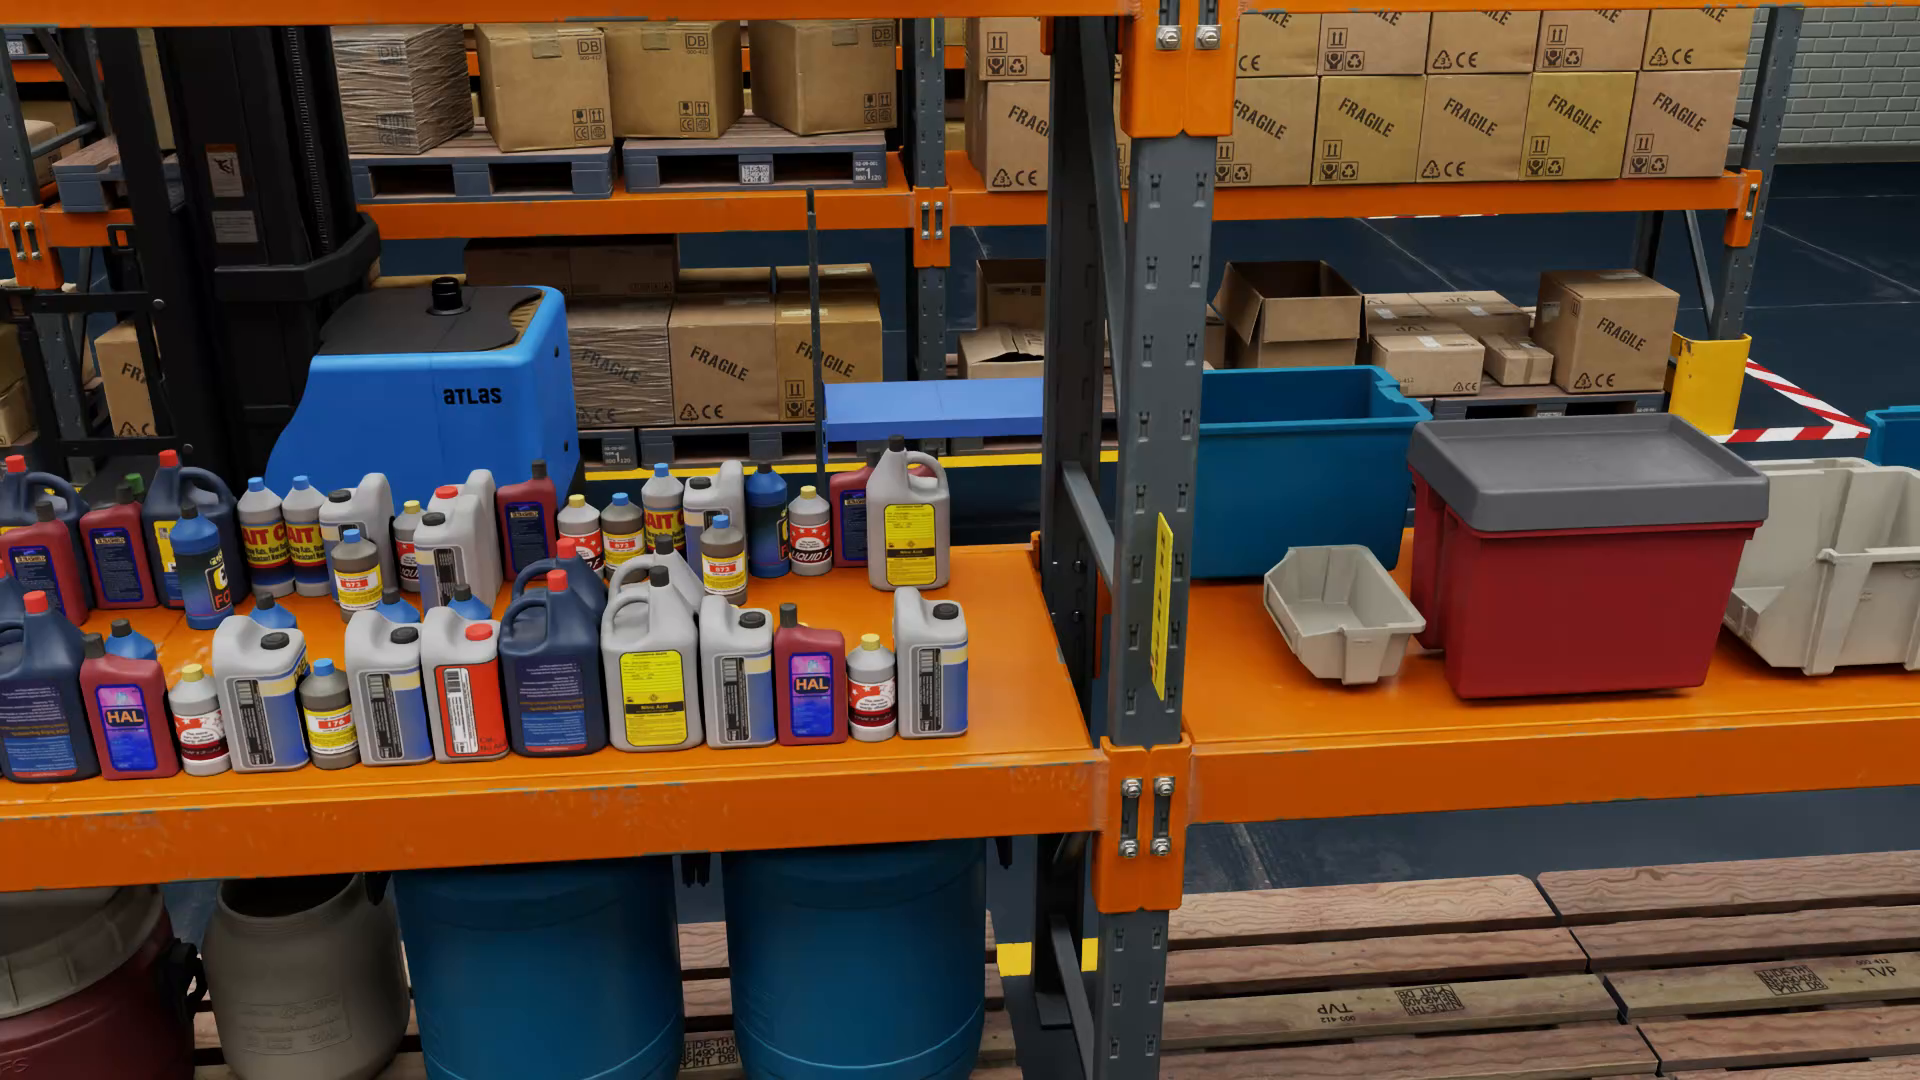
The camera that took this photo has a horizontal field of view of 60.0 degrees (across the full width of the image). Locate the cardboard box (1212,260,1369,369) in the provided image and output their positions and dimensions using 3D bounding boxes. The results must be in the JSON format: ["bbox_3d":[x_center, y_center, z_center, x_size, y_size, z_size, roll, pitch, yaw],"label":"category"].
[{"bbox_3d":[1.690,-1.116,8.600,0.637,0.503,0.797,-2,24,-5],"label":"cardboard box"}]

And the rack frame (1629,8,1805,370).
[{"bbox_3d":[3.802,-2.138,8.368,0.127,3.000,1.000,-2,24,-5],"label":"rack frame"}]

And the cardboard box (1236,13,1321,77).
[{"bbox_3d":[1.343,-2.428,7.664,0.500,0.500,0.500,-3,24,-7],"label":"cardboard box"}]

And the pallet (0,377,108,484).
[{"bbox_3d":[-4.983,-0.528,8.178,1.213,0.211,1.003,-2,24,-5],"label":"pallet"}]

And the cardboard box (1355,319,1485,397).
[{"bbox_3d":[2.336,-0.936,8.506,0.500,0.250,0.500,-2,24,-5],"label":"cardboard box"}]

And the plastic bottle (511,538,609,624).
[{"bbox_3d":[-0.776,0.164,3.248,0.185,0.351,0.144,-2,24,-5],"label":"plastic bottle"}]

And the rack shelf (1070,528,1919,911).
[{"bbox_3d":[2.295,0.272,3.830,4.000,0.370,1.077,-2,24,-5],"label":"rack shelf"}]

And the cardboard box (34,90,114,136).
[{"bbox_3d":[-6.446,-3.153,12.263,0.500,0.250,0.500,-2,24,-5],"label":"cardboard box"}]

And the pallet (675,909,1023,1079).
[{"bbox_3d":[-0.468,1.312,4.039,1.213,0.211,1.003,-2,24,-5],"label":"pallet"}]

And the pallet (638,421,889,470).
[{"bbox_3d":[-0.985,-0.657,8.468,1.213,0.211,1.003,-2,24,-5],"label":"pallet"}]

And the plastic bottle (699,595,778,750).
[{"bbox_3d":[-0.420,0.241,3.167,0.135,0.276,0.152,-2,24,-5],"label":"plastic bottle"}]

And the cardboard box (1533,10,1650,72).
[{"bbox_3d":[2.883,-2.492,7.809,0.500,0.500,0.500,-2,24,-4],"label":"cardboard box"}]

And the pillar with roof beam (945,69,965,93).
[{"bbox_3d":[0.365,-5.360,8.229,0.400,9.000,9.100,-2,24,-5],"label":"pillar with roof beam"}]

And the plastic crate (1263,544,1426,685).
[{"bbox_3d":[0.781,0.156,3.457,0.243,0.136,0.396,-2,24,-5],"label":"plastic crate"}]

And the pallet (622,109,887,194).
[{"bbox_3d":[-0.985,-1.903,8.075,1.213,0.211,1.003,-2,24,-5],"label":"pallet"}]

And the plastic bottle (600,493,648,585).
[{"bbox_3d":[-0.773,-0.009,3.822,0.097,0.201,0.097,0,24,0],"label":"plastic bottle"}]

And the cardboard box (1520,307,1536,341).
[{"bbox_3d":[3.102,-1.157,9.107,0.250,0.166,0.380,-2,24,-5],"label":"cardboard box"}]

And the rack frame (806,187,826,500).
[{"bbox_3d":[-0.591,-0.662,6.892,0.032,1.500,0.500,-2,24,-5],"label":"rack frame"}]

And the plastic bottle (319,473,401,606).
[{"bbox_3d":[-1.346,-0.009,3.730,0.135,0.276,0.152,-2,24,-5],"label":"plastic bottle"}]

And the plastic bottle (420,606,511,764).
[{"bbox_3d":[-0.922,0.261,3.122,0.135,0.276,0.152,-2,24,-5],"label":"plastic bottle"}]

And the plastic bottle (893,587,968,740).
[{"bbox_3d":[-0.056,0.227,3.200,0.135,0.276,0.152,-2,24,-5],"label":"plastic bottle"}]

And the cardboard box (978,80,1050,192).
[{"bbox_3d":[0.355,-1.935,7.787,0.500,0.500,0.500,-2,24,-4],"label":"cardboard box"}]

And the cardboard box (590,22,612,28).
[{"bbox_3d":[-2.608,-3.988,12.016,0.500,0.500,0.500,-2,24,-4],"label":"cardboard box"}]

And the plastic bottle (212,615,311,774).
[{"bbox_3d":[-1.286,0.276,3.089,0.135,0.276,0.152,-2,24,-5],"label":"plastic bottle"}]

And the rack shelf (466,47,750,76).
[{"bbox_3d":[-2.660,-3.572,12.480,4.000,0.370,1.077,-2,24,-5],"label":"rack shelf"}]

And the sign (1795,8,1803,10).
[{"bbox_3d":[3.836,-2.587,7.562,0.005,0.325,0.100,-2,24,-5],"label":"sign"}]

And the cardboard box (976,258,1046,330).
[{"bbox_3d":[0.360,-1.175,8.736,0.500,0.500,0.500,-2,24,-5],"label":"cardboard box"}]

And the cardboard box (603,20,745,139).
[{"bbox_3d":[-1.350,-2.235,7.945,0.500,0.500,0.700,1,24,3],"label":"cardboard box"}]

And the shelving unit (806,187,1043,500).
[{"bbox_3d":[-0.085,-0.682,6.938,1.048,1.500,0.538,-2,24,-5],"label":"shelving unit"}]

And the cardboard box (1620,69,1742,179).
[{"bbox_3d":[3.383,-2.056,8.060,0.500,0.500,0.500,-2,24,-4],"label":"cardboard box"}]

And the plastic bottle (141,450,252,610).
[{"bbox_3d":[-1.699,-0.031,3.687,0.185,0.351,0.144,-2,24,-5],"label":"plastic bottle"}]

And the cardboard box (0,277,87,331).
[{"bbox_3d":[-4.710,-1.109,8.229,0.500,0.311,0.500,-1,24,-3],"label":"cardboard box"}]

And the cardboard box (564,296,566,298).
[{"bbox_3d":[-2.215,-1.054,8.464,0.500,0.500,0.500,-3,24,-7],"label":"cardboard box"}]

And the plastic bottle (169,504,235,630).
[{"bbox_3d":[-1.644,0.053,3.597,0.097,0.271,0.097,0,24,0],"label":"plastic bottle"}]

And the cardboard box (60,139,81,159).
[{"bbox_3d":[-6.377,-2.825,12.449,0.500,0.500,0.700,-2,24,-5],"label":"cardboard box"}]

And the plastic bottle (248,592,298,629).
[{"bbox_3d":[-1.317,0.228,3.202,0.097,0.271,0.097,0,24,0],"label":"plastic bottle"}]

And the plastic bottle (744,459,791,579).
[{"bbox_3d":[-0.445,-0.054,3.838,0.097,0.271,0.097,0,24,0],"label":"plastic bottle"}]

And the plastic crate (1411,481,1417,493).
[{"bbox_3d":[1.392,-0.031,3.893,0.590,0.125,0.437,-2,24,-5],"label":"plastic crate"}]

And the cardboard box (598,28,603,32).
[{"bbox_3d":[-2.512,-3.708,12.185,0.250,0.149,0.380,-2,24,-3],"label":"cardboard box"}]

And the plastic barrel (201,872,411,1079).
[{"bbox_3d":[-1.514,0.998,3.858,0.421,0.512,0.421,0,24,0],"label":"plastic barrel"}]

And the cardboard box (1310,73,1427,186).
[{"bbox_3d":[1.868,-1.996,7.925,0.500,0.500,0.500,-3,24,-6],"label":"cardboard box"}]

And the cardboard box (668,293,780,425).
[{"bbox_3d":[-1.135,-0.886,8.086,0.500,0.500,0.500,-2,24,-5],"label":"cardboard box"}]

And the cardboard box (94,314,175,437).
[{"bbox_3d":[-3.679,-0.781,7.849,0.500,0.500,0.500,-1,24,-3],"label":"cardboard box"}]

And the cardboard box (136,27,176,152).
[{"bbox_3d":[-3.544,-2.127,7.703,0.500,0.500,0.700,-11,26,-23],"label":"cardboard box"}]

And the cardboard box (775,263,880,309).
[{"bbox_3d":[-0.684,-1.117,8.605,0.500,0.500,0.500,-3,24,-8],"label":"cardboard box"}]

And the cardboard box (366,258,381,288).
[{"bbox_3d":[-3.196,-1.357,8.222,0.500,0.250,0.500,-1,24,-3],"label":"cardboard box"}]

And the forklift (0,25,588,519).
[{"bbox_3d":[-3.133,-1.202,6.346,3.031,2.935,1.130,-2,24,-4],"label":"forklift"}]

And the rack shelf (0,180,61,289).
[{"bbox_3d":[-6.150,-1.411,7.616,4.000,0.370,1.077,-2,24,-5],"label":"rack shelf"}]

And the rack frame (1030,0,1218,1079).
[{"bbox_3d":[0.304,0.023,3.504,0.127,3.000,1.000,-2,24,-5],"label":"rack frame"}]

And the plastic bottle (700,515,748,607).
[{"bbox_3d":[-0.527,0.043,3.705,0.097,0.201,0.097,0,24,0],"label":"plastic bottle"}]

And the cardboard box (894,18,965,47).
[{"bbox_3d":[-0.128,-4.133,12.486,0.700,0.700,0.980,-2,24,-4],"label":"cardboard box"}]

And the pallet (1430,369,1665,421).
[{"bbox_3d":[2.933,-0.829,8.855,1.213,0.211,1.003,-2,24,-5],"label":"pallet"}]

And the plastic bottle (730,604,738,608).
[{"bbox_3d":[-0.451,0.226,3.294,0.097,0.201,0.097,0,24,0],"label":"plastic bottle"}]

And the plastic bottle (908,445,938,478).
[{"bbox_3d":[-0.103,-0.081,3.883,0.133,0.283,0.061,-2,24,-5],"label":"plastic bottle"}]

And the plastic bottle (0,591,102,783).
[{"bbox_3d":[-1.675,0.259,3.035,0.185,0.351,0.144,-2,24,-5],"label":"plastic bottle"}]

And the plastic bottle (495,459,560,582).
[{"bbox_3d":[-0.986,-0.046,3.803,0.133,0.283,0.061,-2,24,-5],"label":"plastic bottle"}]
